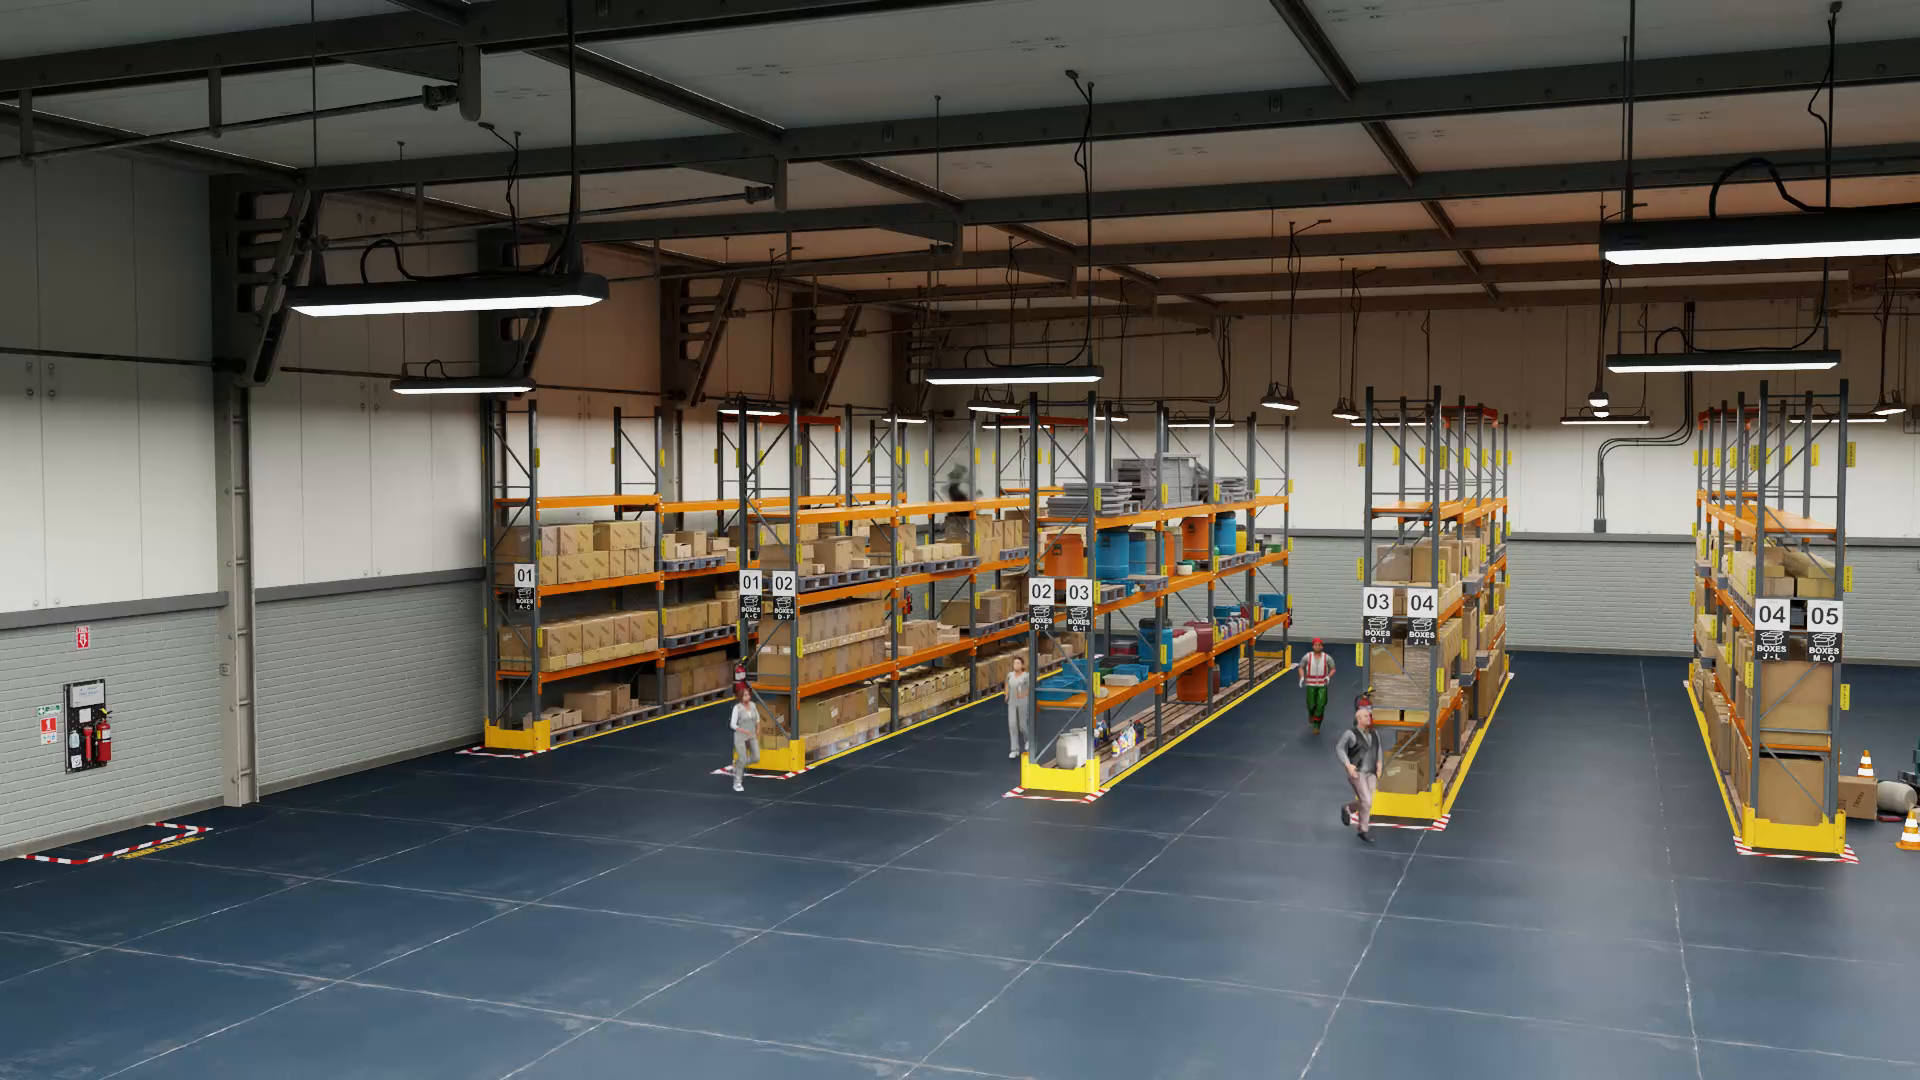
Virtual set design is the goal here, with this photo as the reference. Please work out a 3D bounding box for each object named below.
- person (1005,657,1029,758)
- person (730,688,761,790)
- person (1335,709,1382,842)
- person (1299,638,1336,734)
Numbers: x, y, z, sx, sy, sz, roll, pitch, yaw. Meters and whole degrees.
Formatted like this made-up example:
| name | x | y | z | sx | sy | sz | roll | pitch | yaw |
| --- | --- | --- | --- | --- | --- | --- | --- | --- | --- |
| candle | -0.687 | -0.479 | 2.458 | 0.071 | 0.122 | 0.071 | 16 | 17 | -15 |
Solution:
| name | x | y | z | sx | sy | sz | roll | pitch | yaw |
| --- | --- | --- | --- | --- | --- | --- | --- | --- | --- |
| person | 0.984 | 2.781 | 27.912 | 0.572 | 1.662 | 0.839 | 1 | 3 | 20 |
| person | -3.189 | 2.997 | 24.981 | 0.575 | 1.557 | 0.606 | -2 | 4 | -37 |
| person | 5.302 | 3.083 | 22.022 | 0.681 | 1.692 | 0.739 | -1 | 3 | -26 |
| person | 6.504 | 2.646 | 30.270 | 0.657 | 1.743 | 0.605 | 1 | 3 | 11 |
